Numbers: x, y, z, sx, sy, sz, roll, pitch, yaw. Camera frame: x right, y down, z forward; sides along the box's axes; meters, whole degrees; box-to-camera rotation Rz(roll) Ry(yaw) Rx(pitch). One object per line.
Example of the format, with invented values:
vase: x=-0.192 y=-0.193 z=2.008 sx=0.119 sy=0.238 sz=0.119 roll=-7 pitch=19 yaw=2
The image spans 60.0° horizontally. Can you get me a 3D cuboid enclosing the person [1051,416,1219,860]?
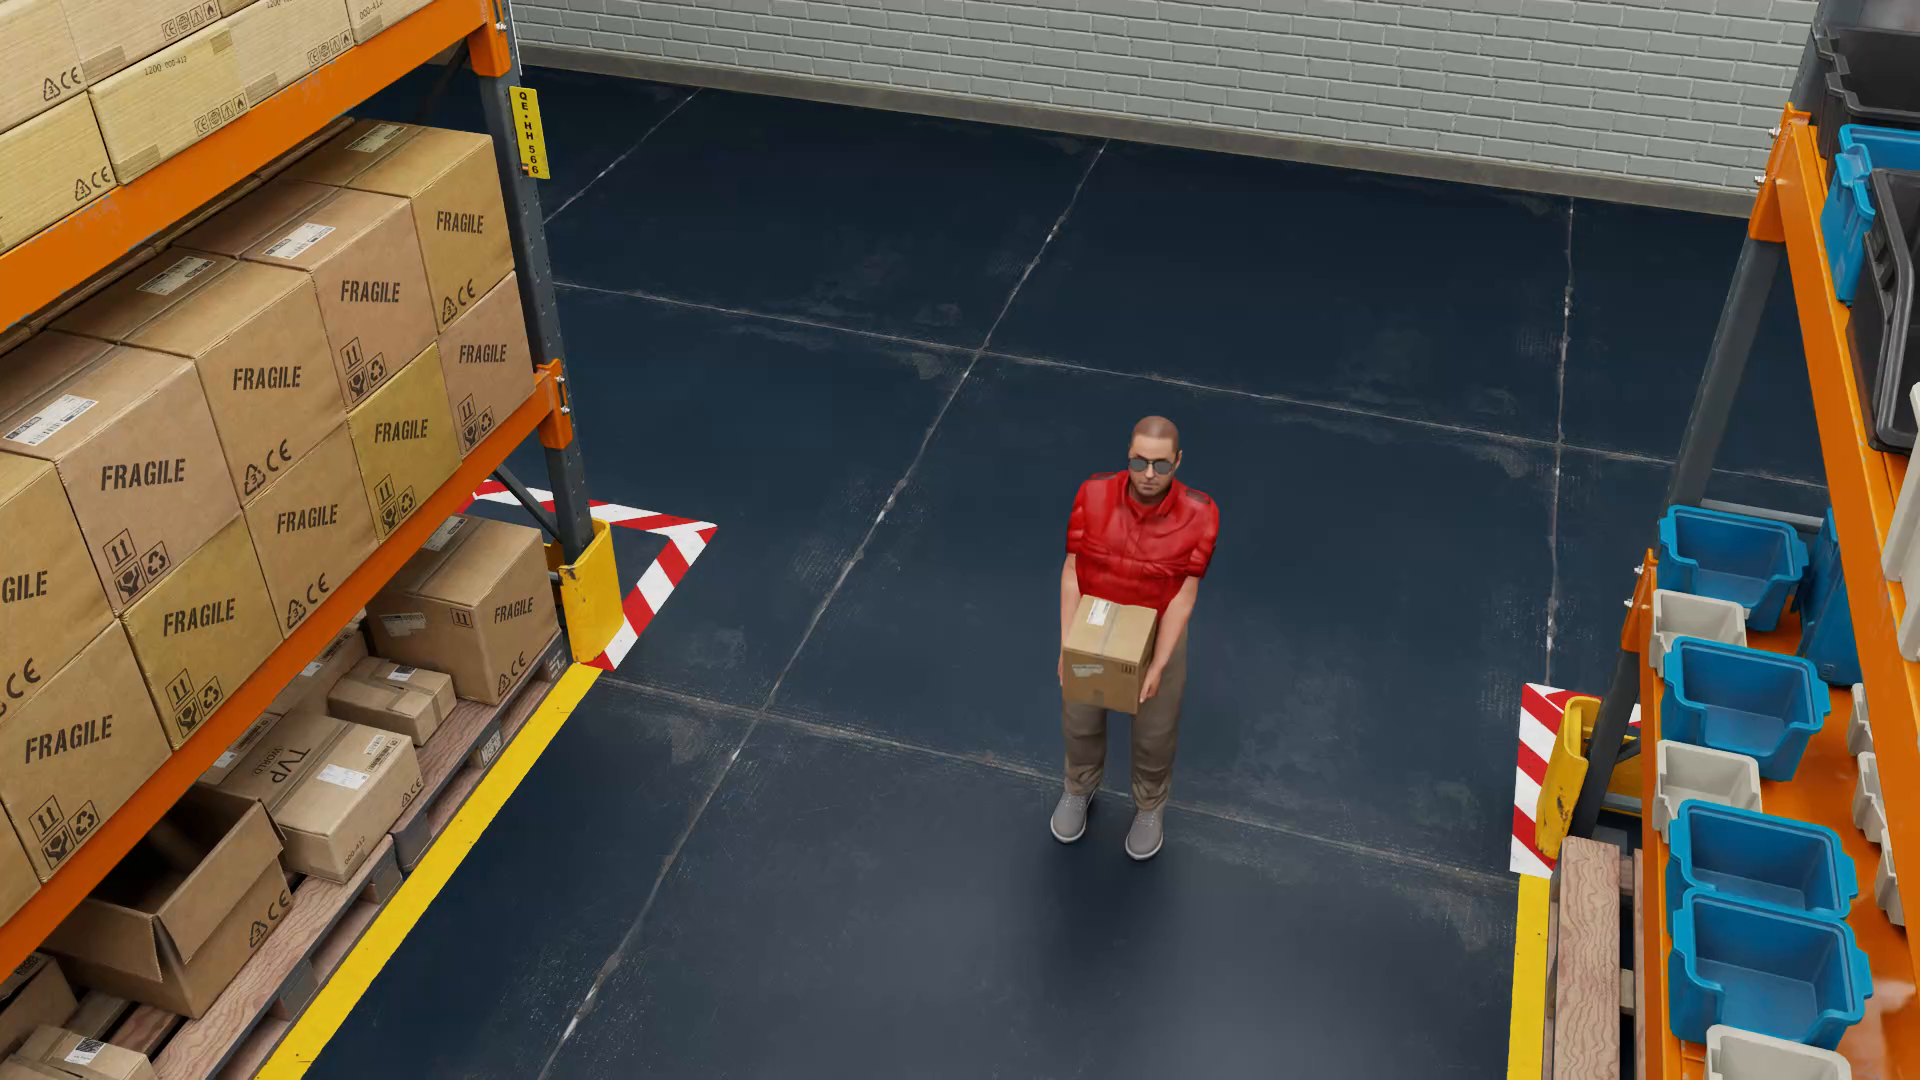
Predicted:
person: x=0.559 y=0.401 z=5.639 sx=0.494 sy=1.714 sz=0.530 roll=12 pitch=38 yaw=15
